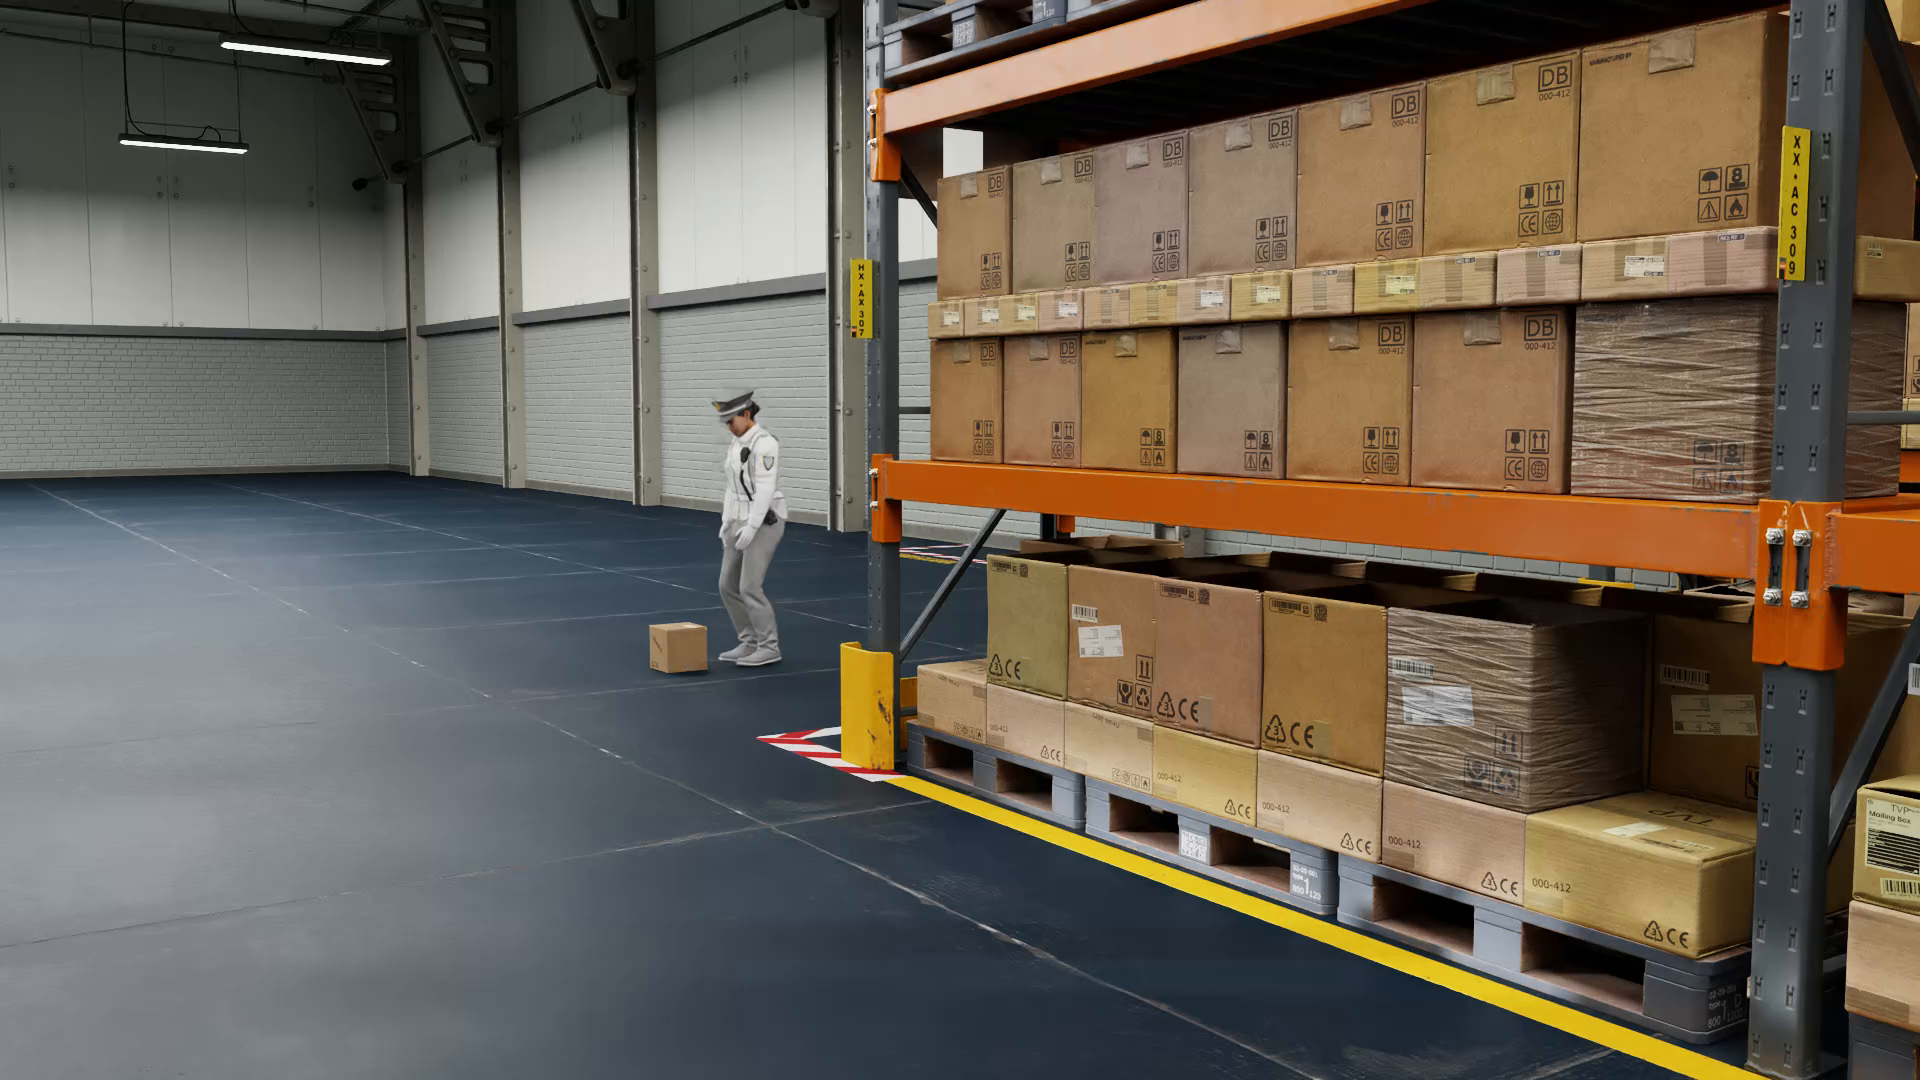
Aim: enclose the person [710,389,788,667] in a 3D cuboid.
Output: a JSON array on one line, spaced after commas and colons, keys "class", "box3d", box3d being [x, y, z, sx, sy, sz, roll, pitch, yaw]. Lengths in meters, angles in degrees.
[{"class": "person", "box3d": [-1.239, -0.073, 9.806, 0.446, 1.626, 0.500, -3, 6, -32]}]
